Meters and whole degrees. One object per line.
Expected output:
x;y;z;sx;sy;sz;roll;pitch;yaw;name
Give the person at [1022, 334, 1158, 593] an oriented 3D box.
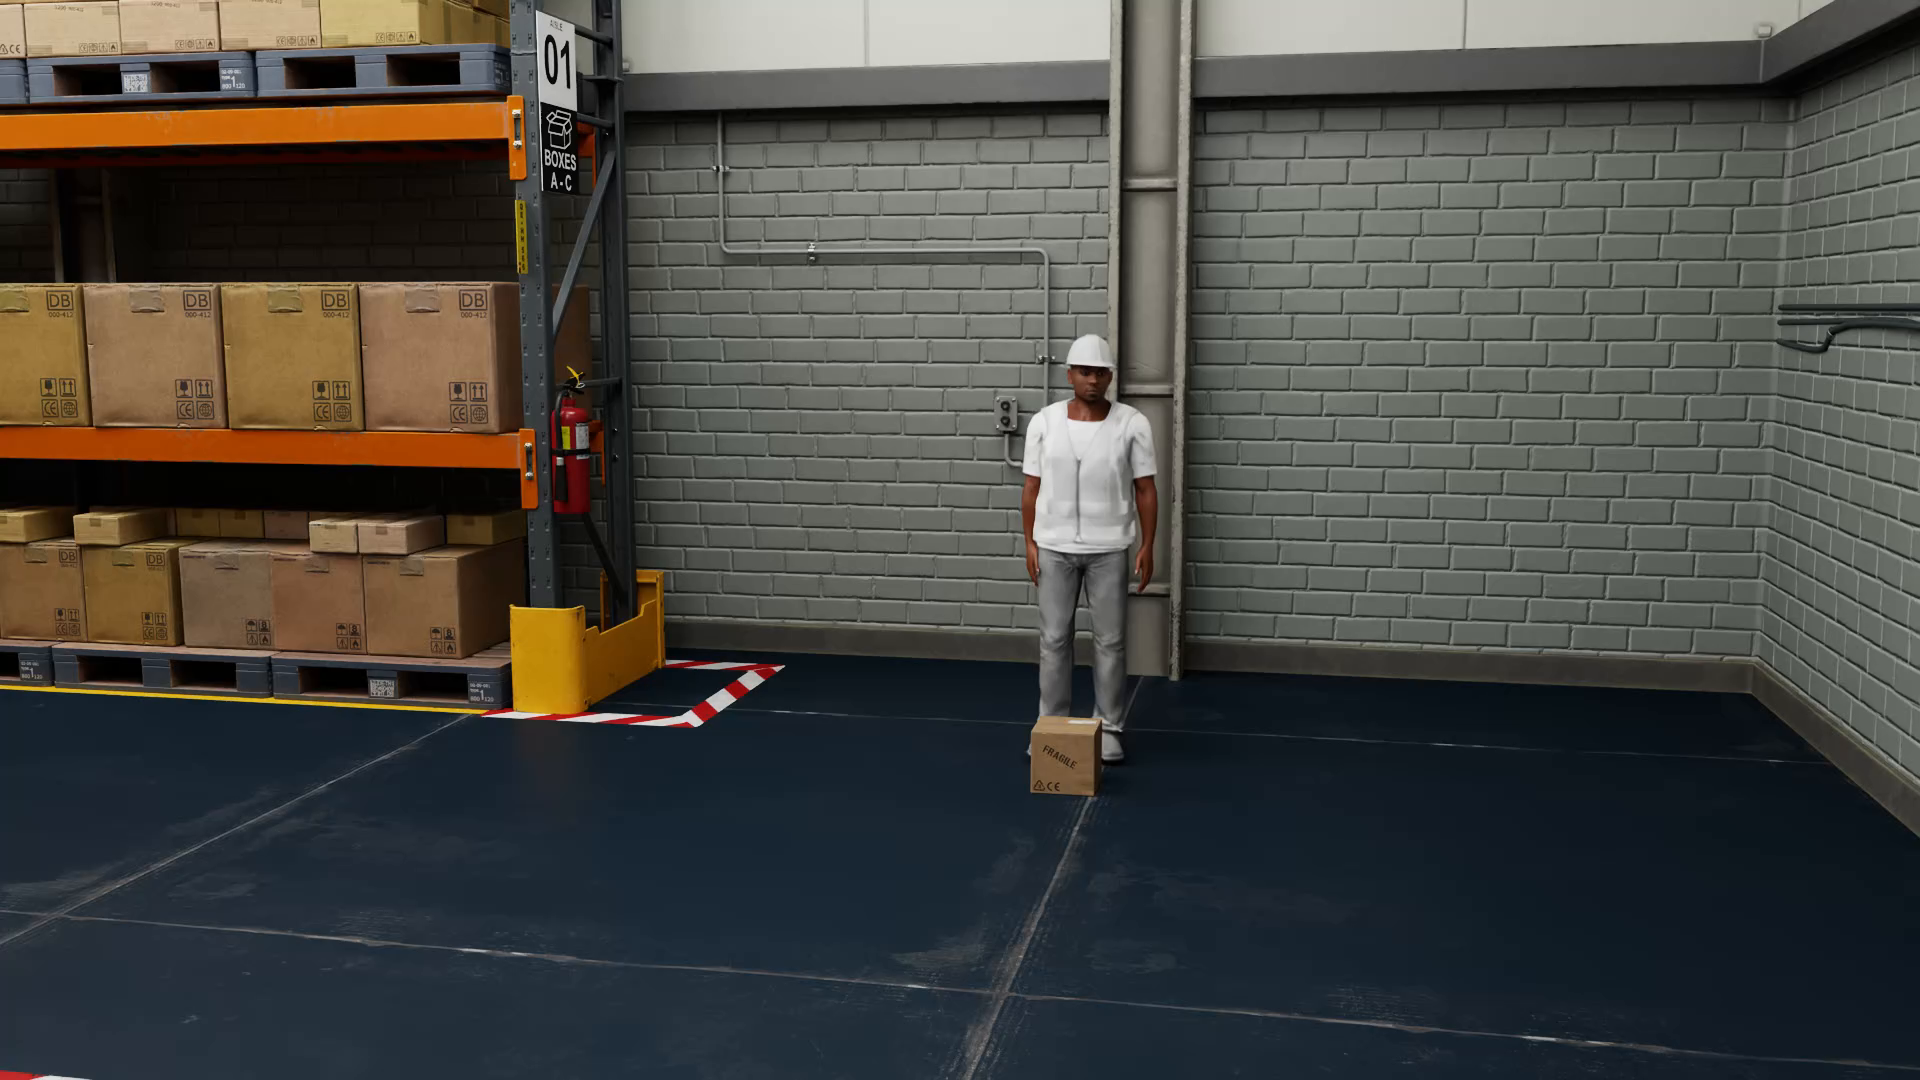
0.536;-0.317;6.915;0.572;1.066;0.338;2;8;13;person
